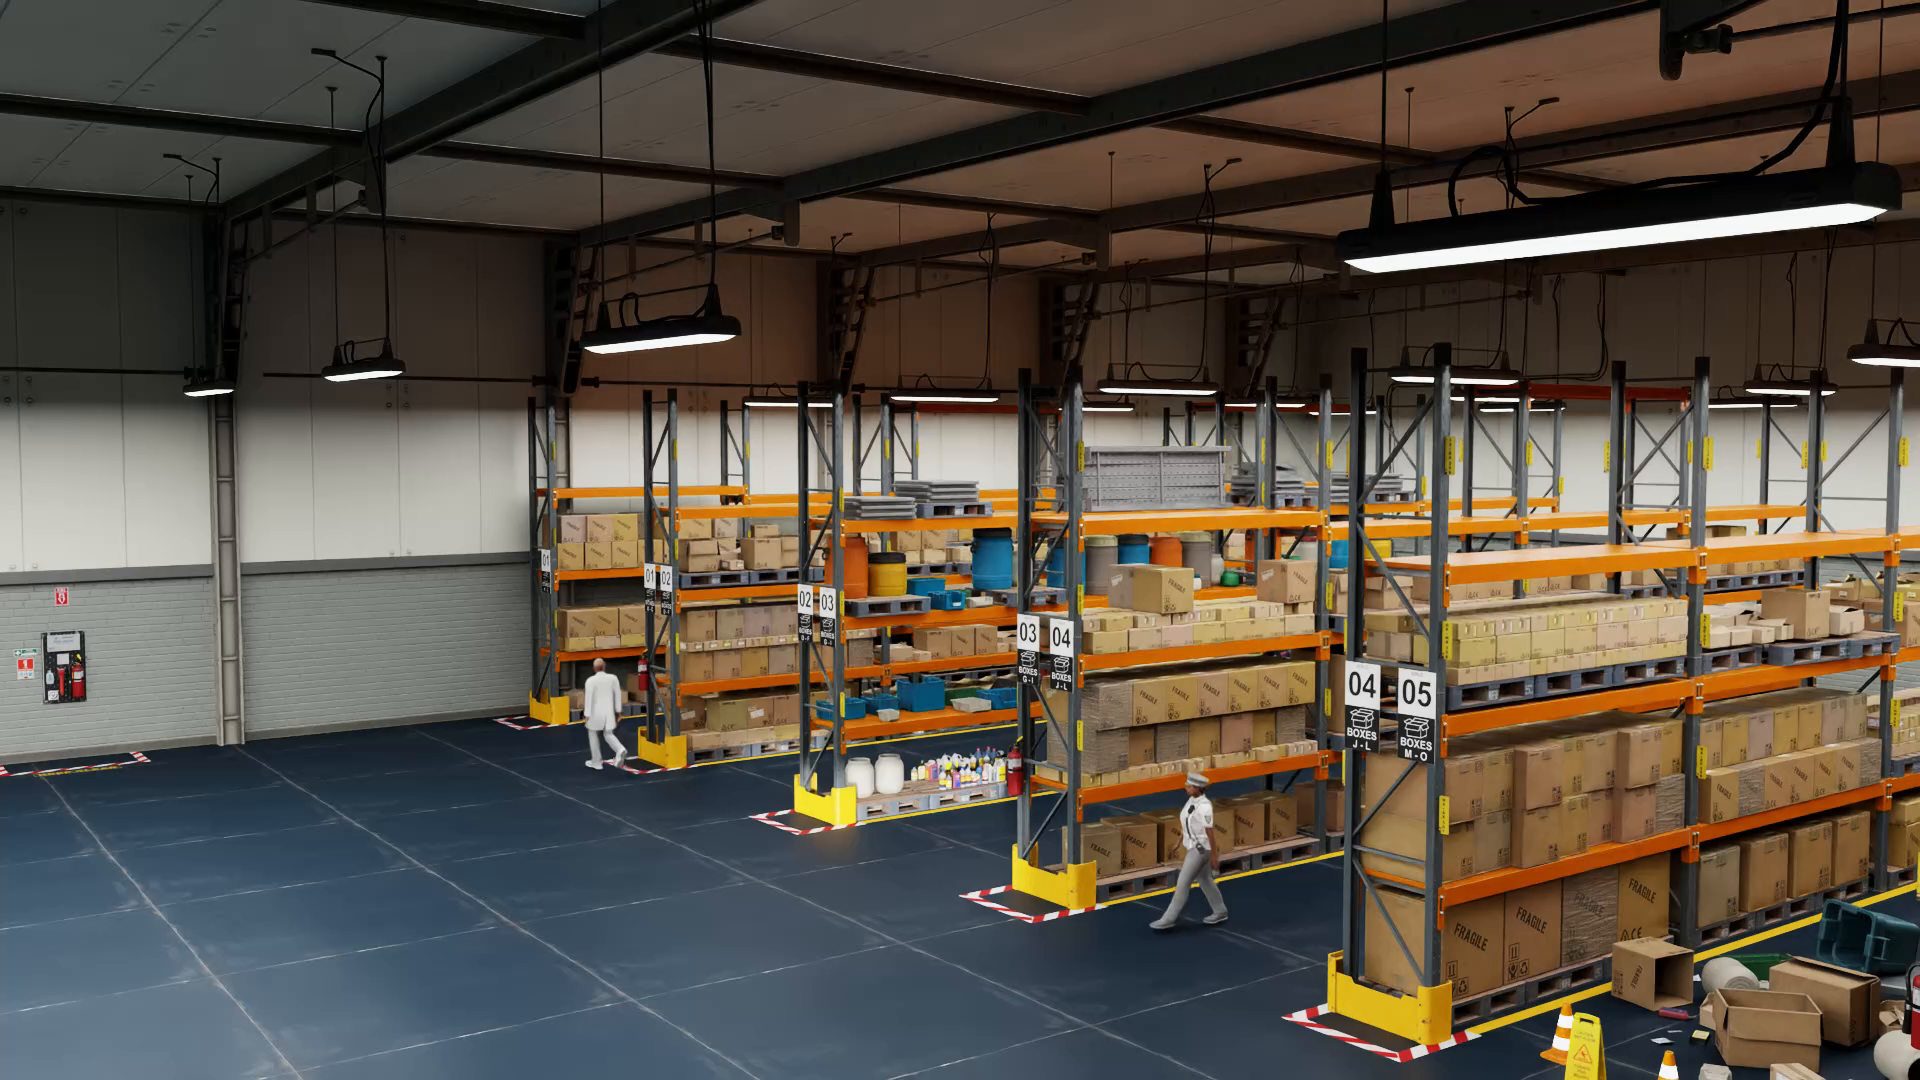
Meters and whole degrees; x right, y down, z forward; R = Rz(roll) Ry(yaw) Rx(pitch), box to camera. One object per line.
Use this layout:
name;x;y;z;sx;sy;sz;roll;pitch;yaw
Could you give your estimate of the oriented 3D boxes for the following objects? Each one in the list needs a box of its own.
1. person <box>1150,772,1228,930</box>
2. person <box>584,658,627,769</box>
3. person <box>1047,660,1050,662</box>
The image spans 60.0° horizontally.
person;2.431;3.284;17.670;0.919;1.637;0.494;0;3;-6
person;-5.585;2.735;26.112;0.610;1.749;0.874;-3;5;-42
person;1.937;2.182;35.700;0.552;1.726;1.017;3;5;44
